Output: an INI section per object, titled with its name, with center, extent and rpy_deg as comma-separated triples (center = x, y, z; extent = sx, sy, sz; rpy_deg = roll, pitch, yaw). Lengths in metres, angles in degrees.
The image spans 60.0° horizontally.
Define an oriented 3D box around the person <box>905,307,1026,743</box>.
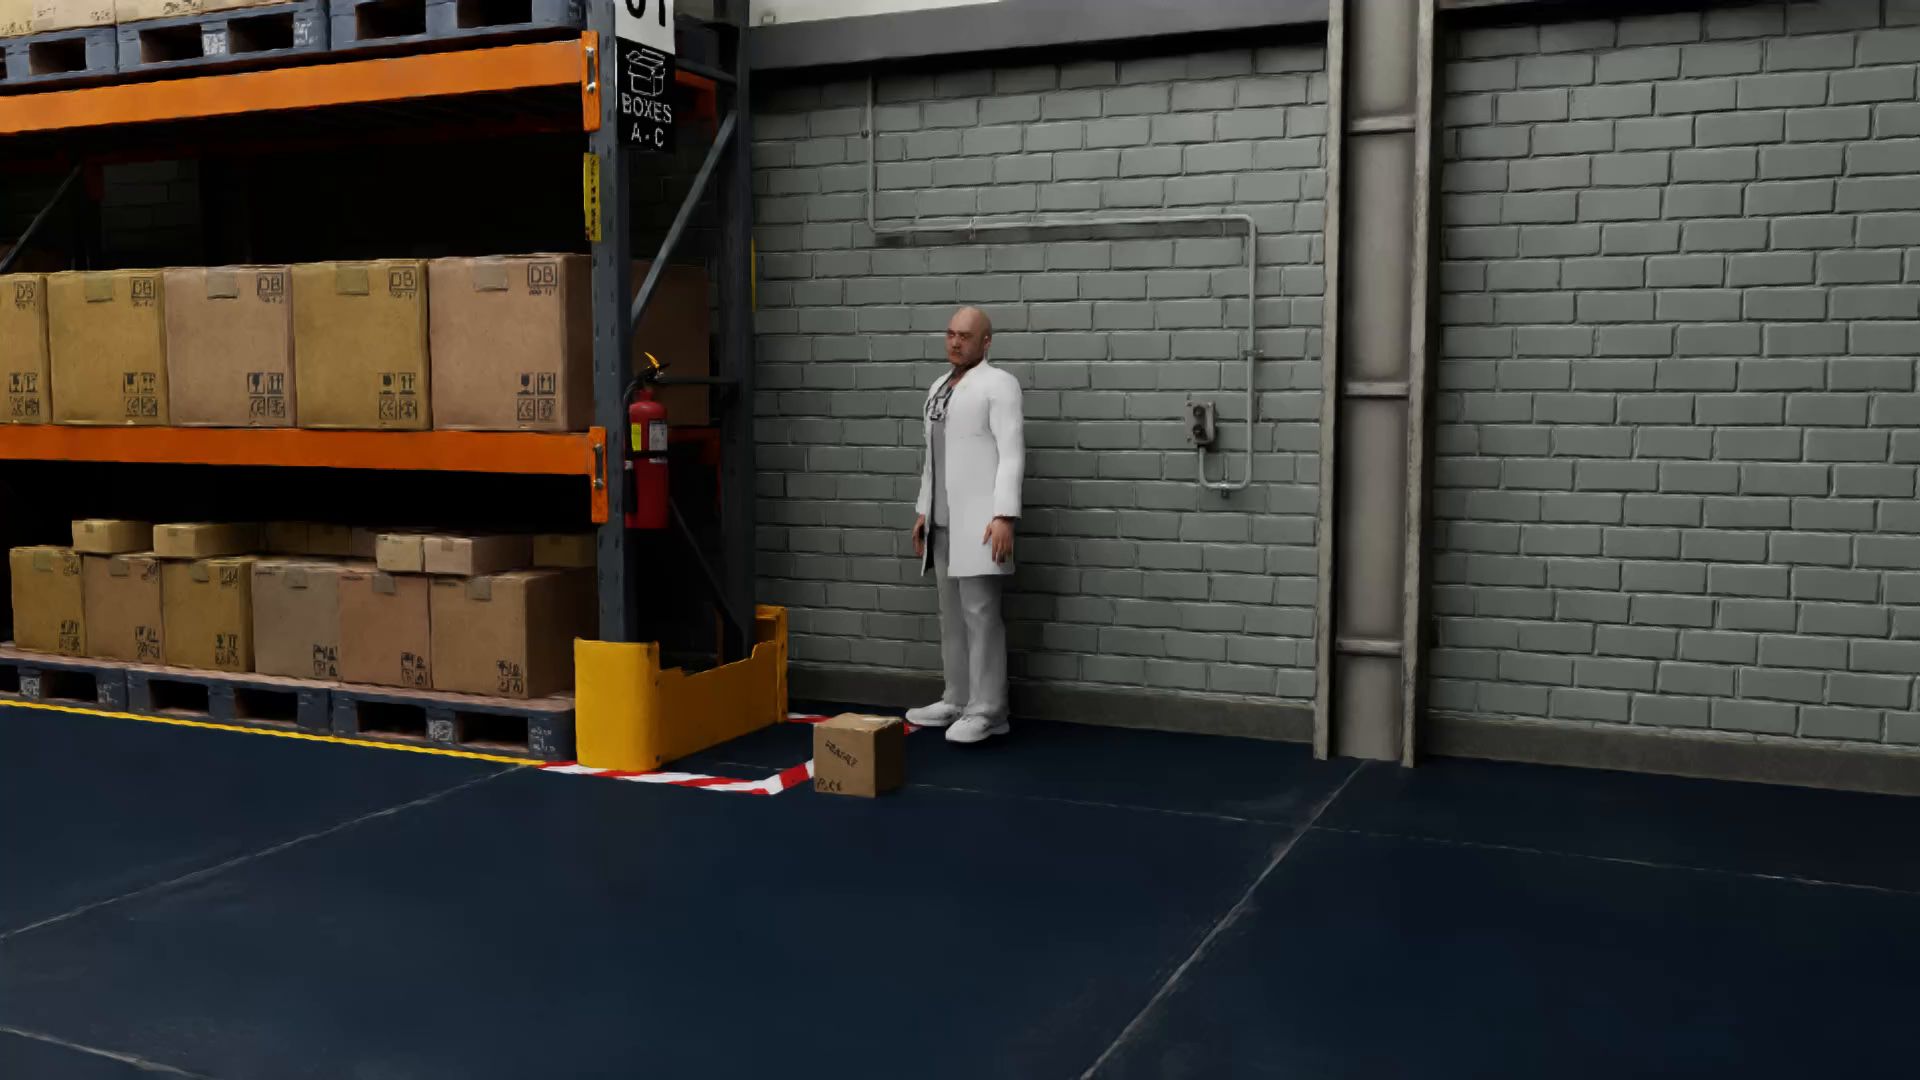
[person]
center = 0.020, -0.072, 6.926
extent = 0.415, 1.786, 0.644
rpy_deg = -4, 7, -33
